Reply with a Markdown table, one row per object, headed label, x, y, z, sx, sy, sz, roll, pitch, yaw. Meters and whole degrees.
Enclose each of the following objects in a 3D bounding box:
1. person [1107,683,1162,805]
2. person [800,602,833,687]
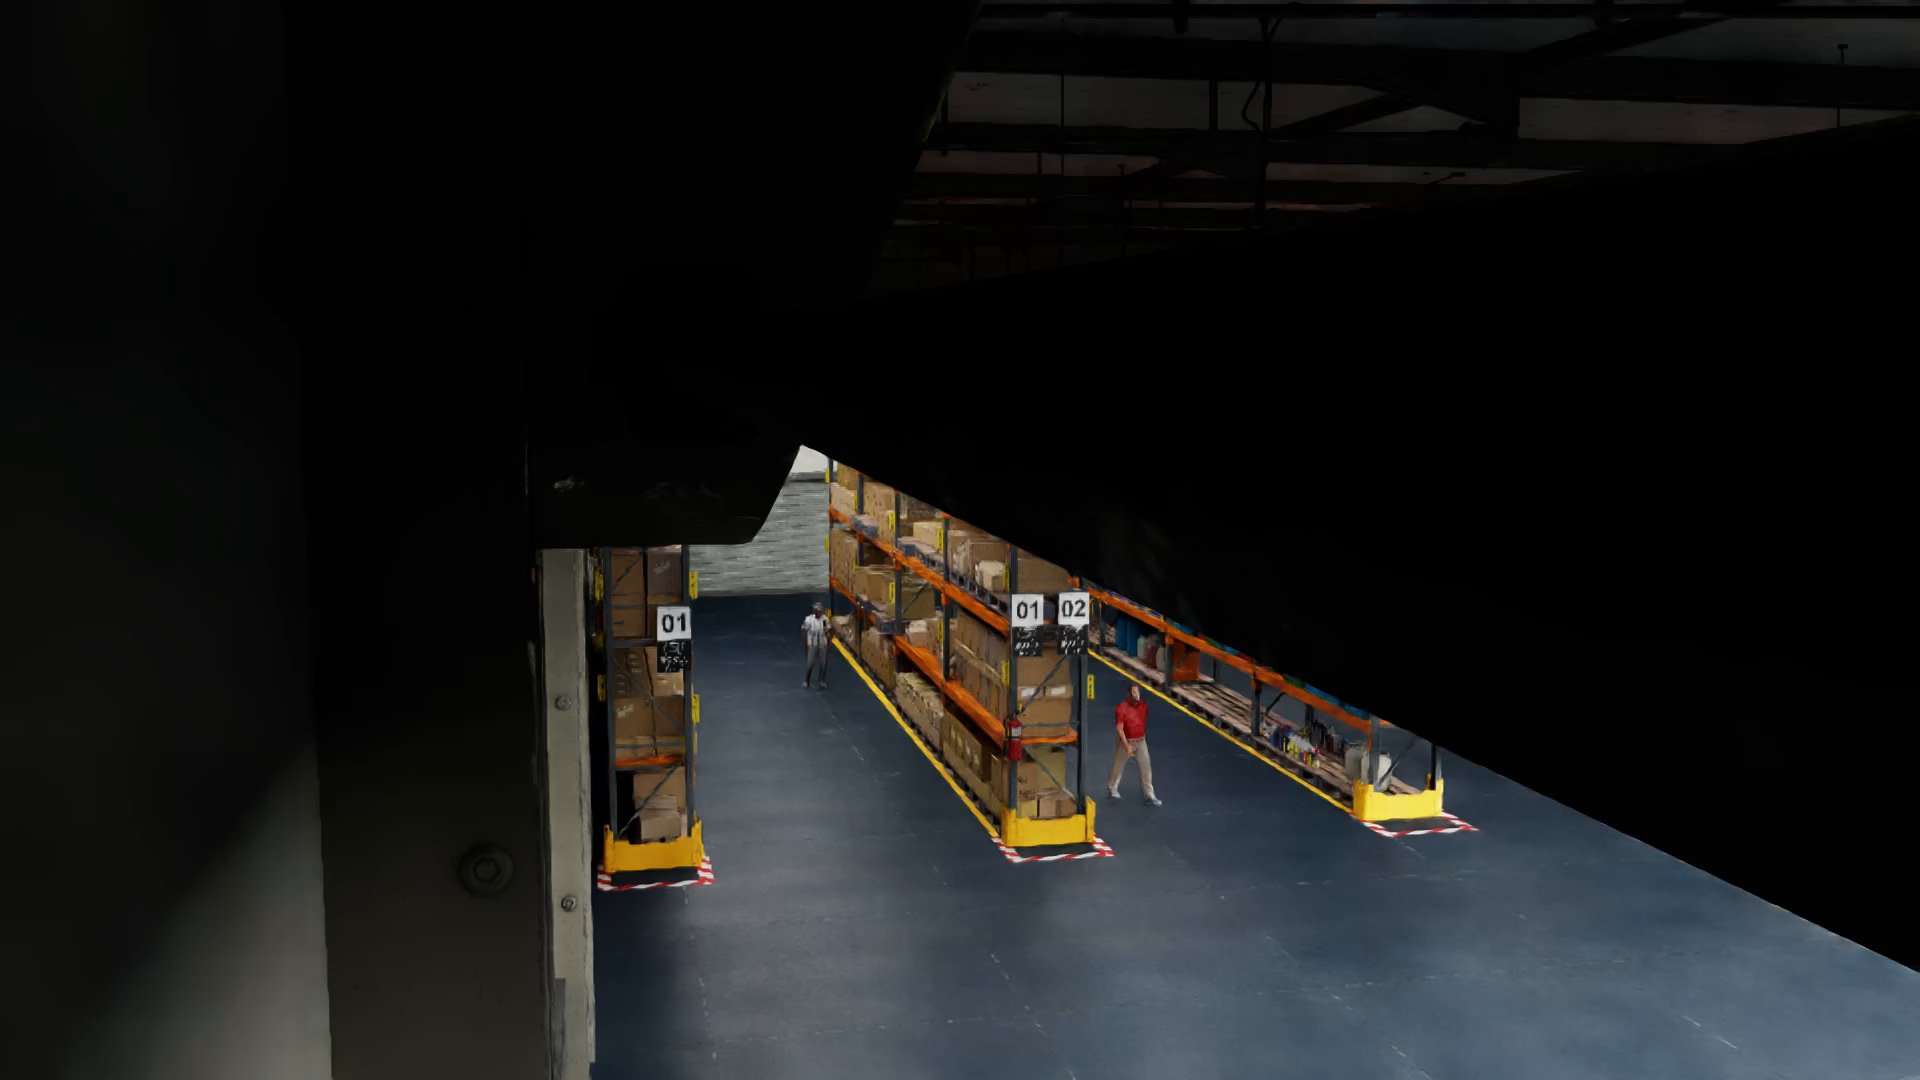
| label | x | y | z | sx | sy | sz | roll | pitch | yaw |
| --- | --- | --- | --- | --- | --- | --- | --- | --- | --- |
| person | 2.359 | 2.786 | 22.850 | 0.536 | 1.656 | 1.037 | -3 | 7 | -21 |
| person | -2.628 | 1.914 | 30.506 | 0.592 | 1.629 | 0.526 | -2 | 7 | -14 |
